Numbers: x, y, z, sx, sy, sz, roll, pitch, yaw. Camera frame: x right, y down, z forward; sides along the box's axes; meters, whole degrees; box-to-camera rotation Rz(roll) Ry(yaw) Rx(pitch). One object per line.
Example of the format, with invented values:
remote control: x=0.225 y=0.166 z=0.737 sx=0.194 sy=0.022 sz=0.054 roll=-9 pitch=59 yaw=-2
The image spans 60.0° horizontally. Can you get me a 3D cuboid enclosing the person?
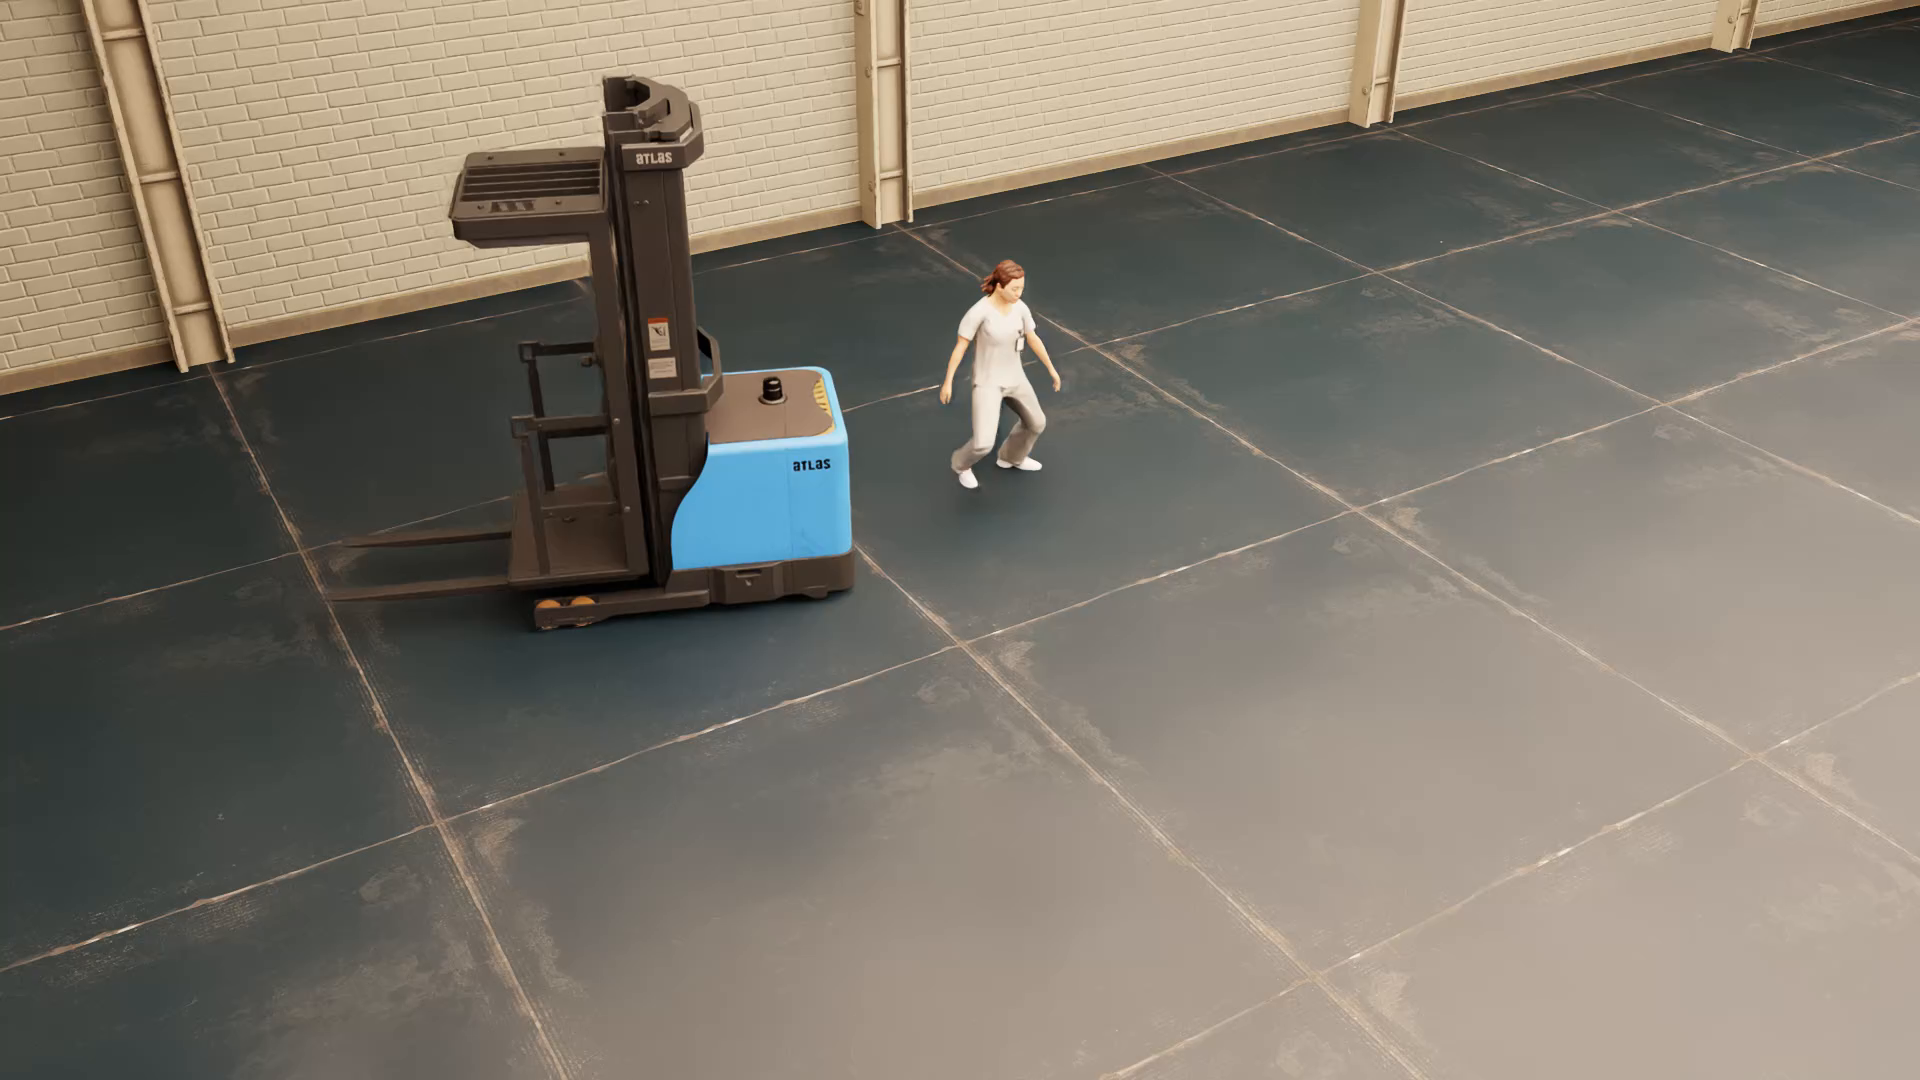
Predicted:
person: x=0.253 y=-1.035 z=10.708 sx=0.809 sy=1.584 sz=0.543 roll=-16 pitch=34 yaw=-25

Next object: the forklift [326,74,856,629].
forklift: x=-2.192 y=-1.034 z=9.373 sx=3.031 sy=2.935 sz=1.130 roll=-5 pitch=31 yaw=-9
